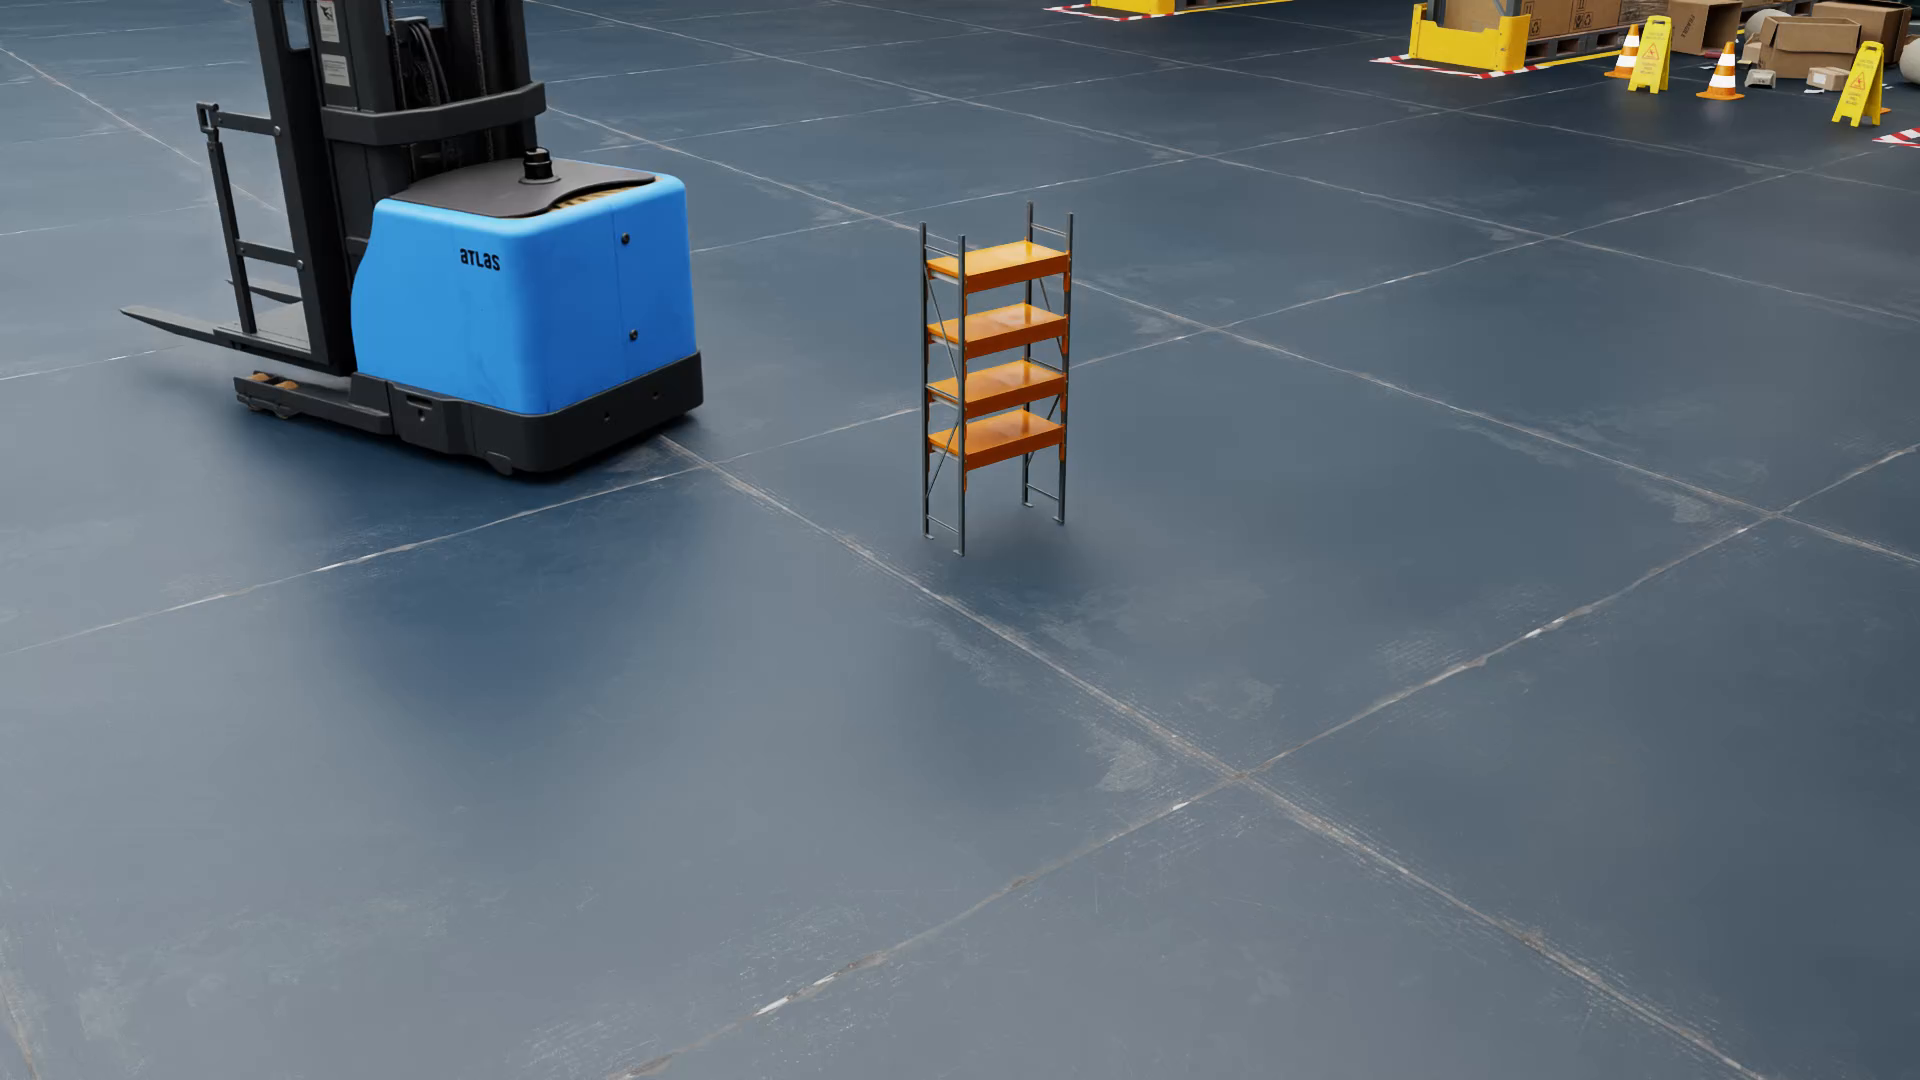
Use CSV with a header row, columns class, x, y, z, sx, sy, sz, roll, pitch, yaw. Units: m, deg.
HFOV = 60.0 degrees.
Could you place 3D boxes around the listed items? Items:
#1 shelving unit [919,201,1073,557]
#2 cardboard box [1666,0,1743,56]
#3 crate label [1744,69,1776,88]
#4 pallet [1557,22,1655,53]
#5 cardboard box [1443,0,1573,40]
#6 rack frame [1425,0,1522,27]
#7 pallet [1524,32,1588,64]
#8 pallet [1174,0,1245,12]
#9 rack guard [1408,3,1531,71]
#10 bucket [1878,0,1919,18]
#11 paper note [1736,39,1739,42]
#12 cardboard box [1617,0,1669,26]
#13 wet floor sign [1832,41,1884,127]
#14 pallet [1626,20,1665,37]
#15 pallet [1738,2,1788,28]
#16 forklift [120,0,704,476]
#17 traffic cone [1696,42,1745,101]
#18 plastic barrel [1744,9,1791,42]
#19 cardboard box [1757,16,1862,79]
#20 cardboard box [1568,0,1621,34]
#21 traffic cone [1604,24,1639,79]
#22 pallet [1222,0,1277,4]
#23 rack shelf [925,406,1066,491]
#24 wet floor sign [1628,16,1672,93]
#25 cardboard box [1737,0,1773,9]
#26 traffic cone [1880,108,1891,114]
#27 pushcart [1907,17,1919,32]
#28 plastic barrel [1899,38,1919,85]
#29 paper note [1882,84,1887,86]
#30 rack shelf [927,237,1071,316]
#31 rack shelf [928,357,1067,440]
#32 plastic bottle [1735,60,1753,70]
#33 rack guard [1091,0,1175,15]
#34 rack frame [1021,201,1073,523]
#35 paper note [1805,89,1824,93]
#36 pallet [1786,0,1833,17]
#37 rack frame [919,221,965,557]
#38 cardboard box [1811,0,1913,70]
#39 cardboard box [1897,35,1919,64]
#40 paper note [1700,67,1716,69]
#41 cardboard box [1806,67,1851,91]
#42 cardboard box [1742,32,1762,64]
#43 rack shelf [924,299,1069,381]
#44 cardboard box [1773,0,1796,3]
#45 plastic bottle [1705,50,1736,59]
class,x,y,z,sx,sy,sz,roll,pitch,yaw
shelving unit,0.130,-0.587,6.090,0.503,1.200,0.258,-18,31,-34
cardboard box,7.555,-5.239,16.942,0.500,0.500,0.500,-13,28,-25
crate label,7.300,-4.207,15.153,0.250,0.136,0.298,10,27,20
pallet,6.536,-5.360,17.549,1.213,0.211,1.003,-18,31,-34
cardboard box,5.489,-5.501,16.565,0.875,0.875,0.875,-18,30,-34
rack frame,4.996,-6.076,15.779,0.127,3.000,1.000,-18,31,-34
pallet,5.577,-5.045,16.870,1.213,0.211,1.003,-18,31,-34
pallet,2.736,-6.700,20.435,1.213,0.211,1.003,-18,31,-34
rack guard,4.977,-4.936,16.292,0.348,0.500,1.175,-18,31,-34
bucket,9.459,-5.521,16.665,0.620,0.611,0.726,2,23,-21
paper note,8.173,-5.294,17.620,0.147,0.020,0.142,5,25,11
cardboard box,6.898,-5.966,17.568,0.875,0.875,0.875,-18,30,-34
wet floor sign,7.320,-3.700,13.455,0.232,0.644,0.267,-8,26,-16
pallet,7.497,-5.679,18.235,1.213,0.211,1.003,-18,31,-34
pallet,8.704,-6.076,19.091,1.213,0.211,1.003,-18,31,-34
forklift,-2.664,-2.041,7.167,3.031,2.935,1.130,15,29,29
traffic cone,6.720,-4.130,14.600,0.334,0.463,0.336,-18,31,-34
plastic barrel,8.197,-5.144,16.830,0.421,0.421,0.512,1,25,2
cardboard box,7.950,-4.625,15.618,0.797,0.503,0.637,5,25,11
cardboard box,6.180,-5.730,17.059,0.875,0.875,0.875,-19,31,-35
traffic cone,6.290,-4.593,15.597,0.334,0.463,0.336,-18,31,-34
pallet,3.695,-7.015,21.114,1.213,0.211,1.003,-18,31,-34
rack shelf,0.130,-0.346,6.202,0.480,0.148,0.258,-18,31,-34
wet floor sign,6.195,-4.345,14.845,0.267,0.644,0.232,21,32,37
cardboard box,8.577,-6.476,18.815,0.750,0.750,1.050,-18,31,-34
traffic cone,7.672,-3.851,13.998,0.334,0.463,0.336,-18,31,-34
pushcart,9.831,-5.055,16.693,1.648,0.377,0.936,15,29,29
plastic barrel,8.821,-4.332,15.082,0.421,0.421,0.512,1,25,2
paper note,8.406,-4.187,15.248,0.142,0.019,0.148,-8,26,-16
rack shelf,0.130,-0.944,5.925,0.480,0.148,0.258,-18,31,-34
rack shelf,0.130,-0.526,6.118,0.480,0.148,0.258,-18,31,-34
plastic bottle,7.588,-4.603,16.096,0.133,0.061,0.283,15,29,29
rack guard,2.075,-6.631,19.945,0.348,0.500,1.175,-18,31,-34
rack frame,0.322,-0.651,6.227,0.015,1.200,0.240,-18,31,-34
paper note,7.645,-4.021,14.877,0.148,0.019,0.142,15,29,29
pallet,9.665,-6.394,19.777,1.213,0.211,1.003,-18,31,-34
rack frame,-0.062,-0.524,5.954,0.015,1.200,0.240,-18,31,-34
cardboard box,8.681,-4.932,16.119,0.503,0.637,0.797,-18,31,-34
cardboard box,9.312,-4.761,16.193,0.258,0.266,0.396,5,25,11
paper note,7.245,-4.563,16.047,0.142,0.017,0.144,-8,26,-16
cardboard box,7.914,-4.179,15.078,0.250,0.149,0.380,-3,25,-7
cardboard box,7.927,-4.818,16.317,0.258,0.266,0.396,-13,28,-25
rack shelf,0.130,-0.729,6.024,0.480,0.148,0.258,-18,31,-34
cardboard box,9.338,-6.726,19.352,0.750,0.750,1.050,-18,31,-34
plastic bottle,7.605,-4.843,16.613,0.283,0.061,0.133,15,29,29
